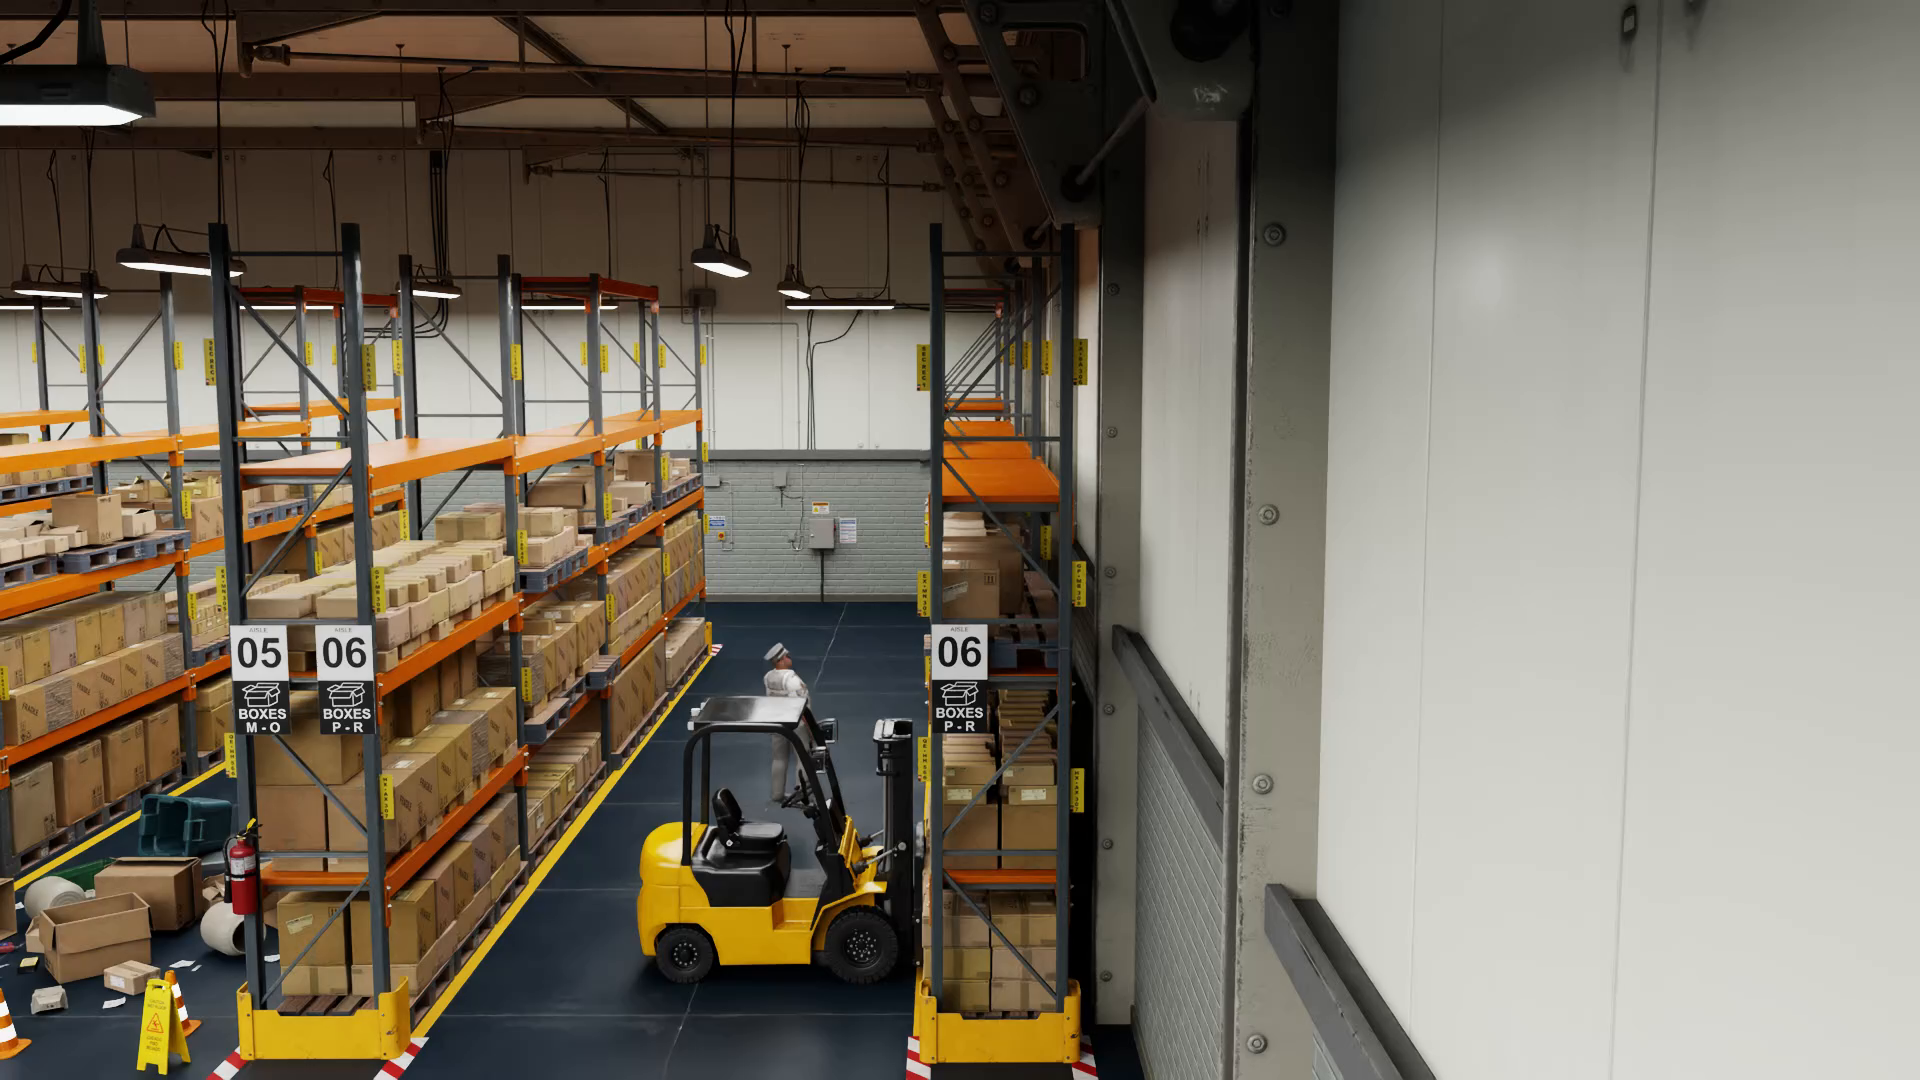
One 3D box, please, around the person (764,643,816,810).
[{"bbox_3d":[-1.799,1.962,17.660,0.599,1.773,0.491,4,8,28],"label":"person"}]
